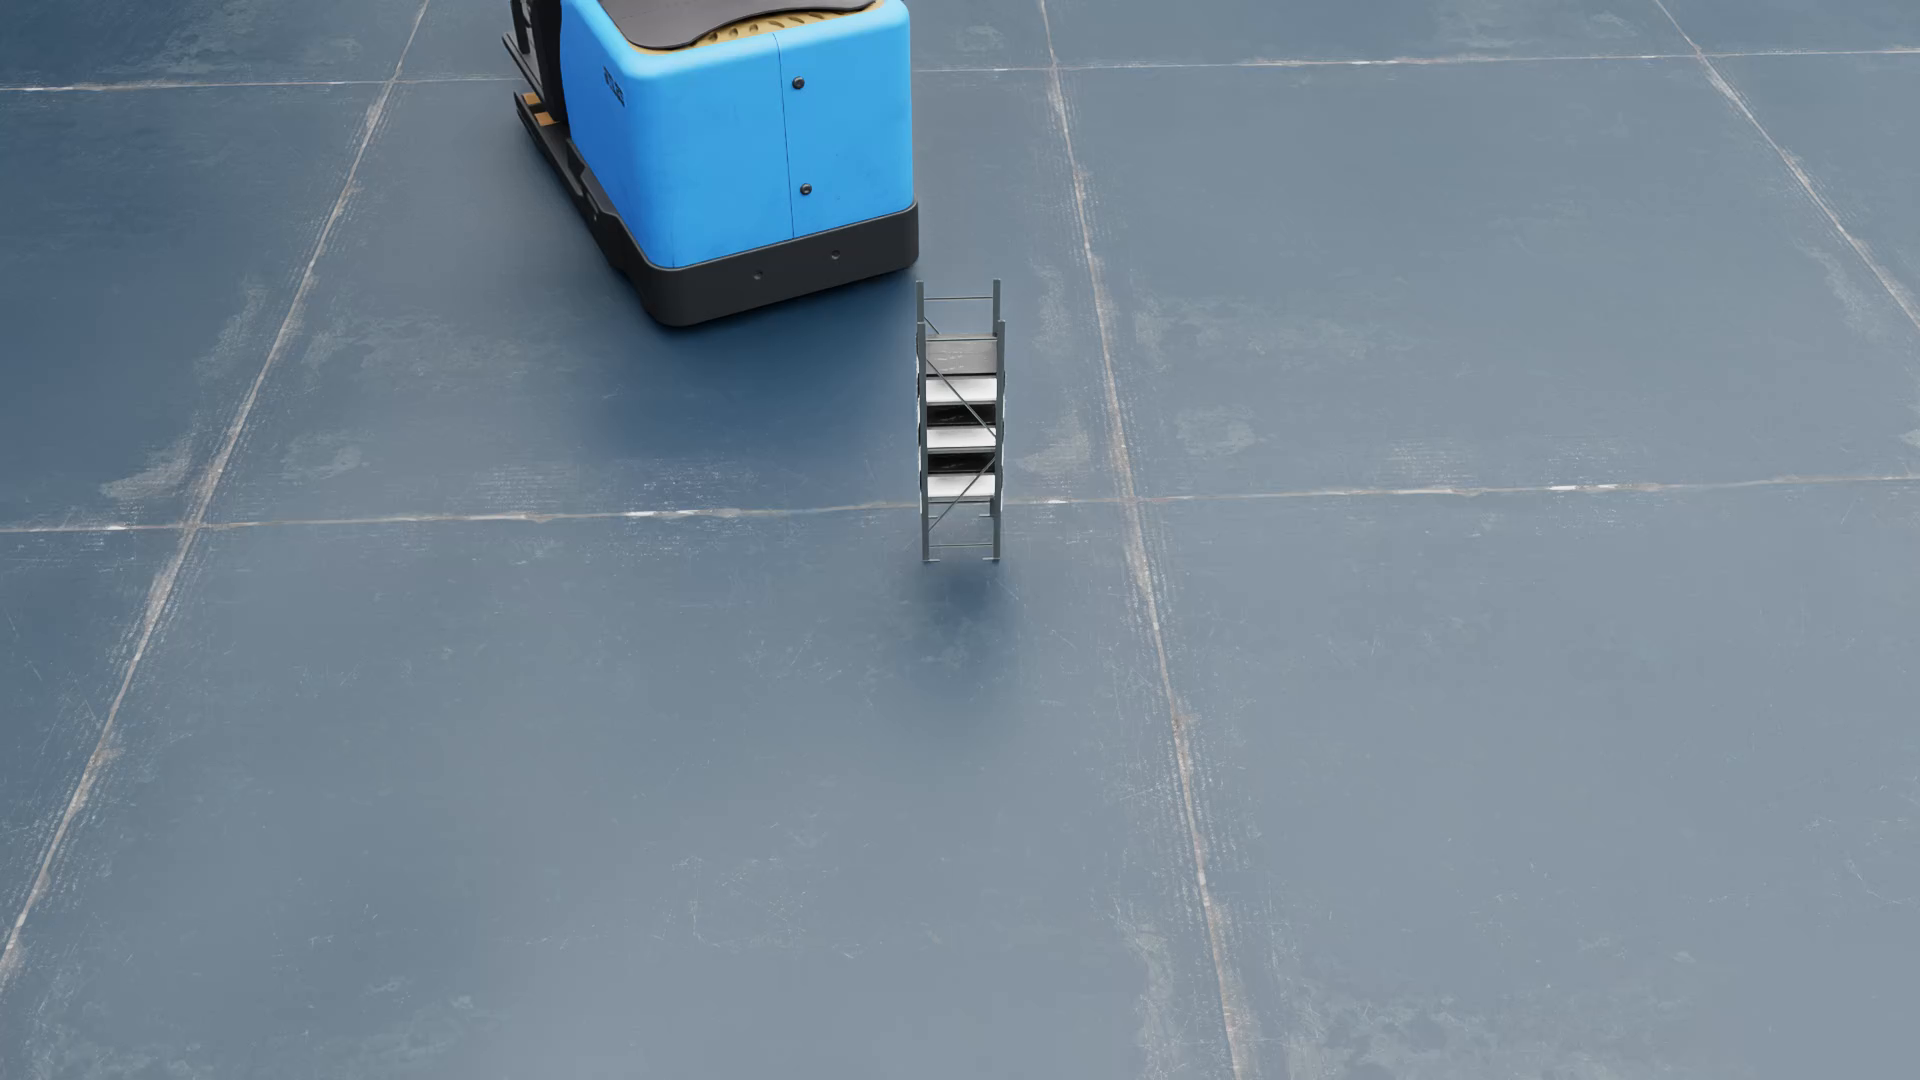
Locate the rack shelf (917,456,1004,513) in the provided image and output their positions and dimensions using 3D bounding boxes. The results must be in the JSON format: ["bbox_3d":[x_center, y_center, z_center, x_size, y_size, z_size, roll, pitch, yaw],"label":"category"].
[{"bbox_3d":[0.000,-0.180,5.096,0.258,0.077,0.200,-2,43,-2],"label":"rack shelf"}]

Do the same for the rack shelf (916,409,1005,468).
[{"bbox_3d":[0.000,-0.313,4.974,0.258,0.077,0.200,-2,43,-2],"label":"rack shelf"}]

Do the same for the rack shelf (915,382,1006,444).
[{"bbox_3d":[0.000,-0.379,4.914,0.258,0.077,0.200,-2,43,-2],"label":"rack shelf"}]

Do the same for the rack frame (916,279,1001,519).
[{"bbox_3d":[-0.005,-0.406,5.027,0.240,0.900,0.006,-2,43,-2],"label":"rack frame"}]

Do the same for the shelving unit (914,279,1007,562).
[{"bbox_3d":[0.000,-0.337,4.952,0.258,0.900,0.210,-2,43,-2],"label":"shelving unit"}]

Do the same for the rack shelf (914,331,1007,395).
[{"bbox_3d":[0.000,-0.512,4.792,0.258,0.077,0.200,-2,43,-2],"label":"rack shelf"}]

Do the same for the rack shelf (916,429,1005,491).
[{"bbox_3d":[0.000,-0.246,5.035,0.258,0.077,0.200,-2,43,-2],"label":"rack shelf"}]

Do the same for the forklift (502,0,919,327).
[{"bbox_3d":[-1.257,-2.844,6.184,1.130,2.935,3.031,-18,46,-19],"label":"forklift"}]

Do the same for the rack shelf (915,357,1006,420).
[{"bbox_3d":[0.000,-0.445,4.853,0.258,0.077,0.200,-2,43,-2],"label":"rack shelf"}]

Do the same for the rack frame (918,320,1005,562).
[{"bbox_3d":[0.004,-0.269,4.877,0.240,0.900,0.006,-2,43,-2],"label":"rack frame"}]
